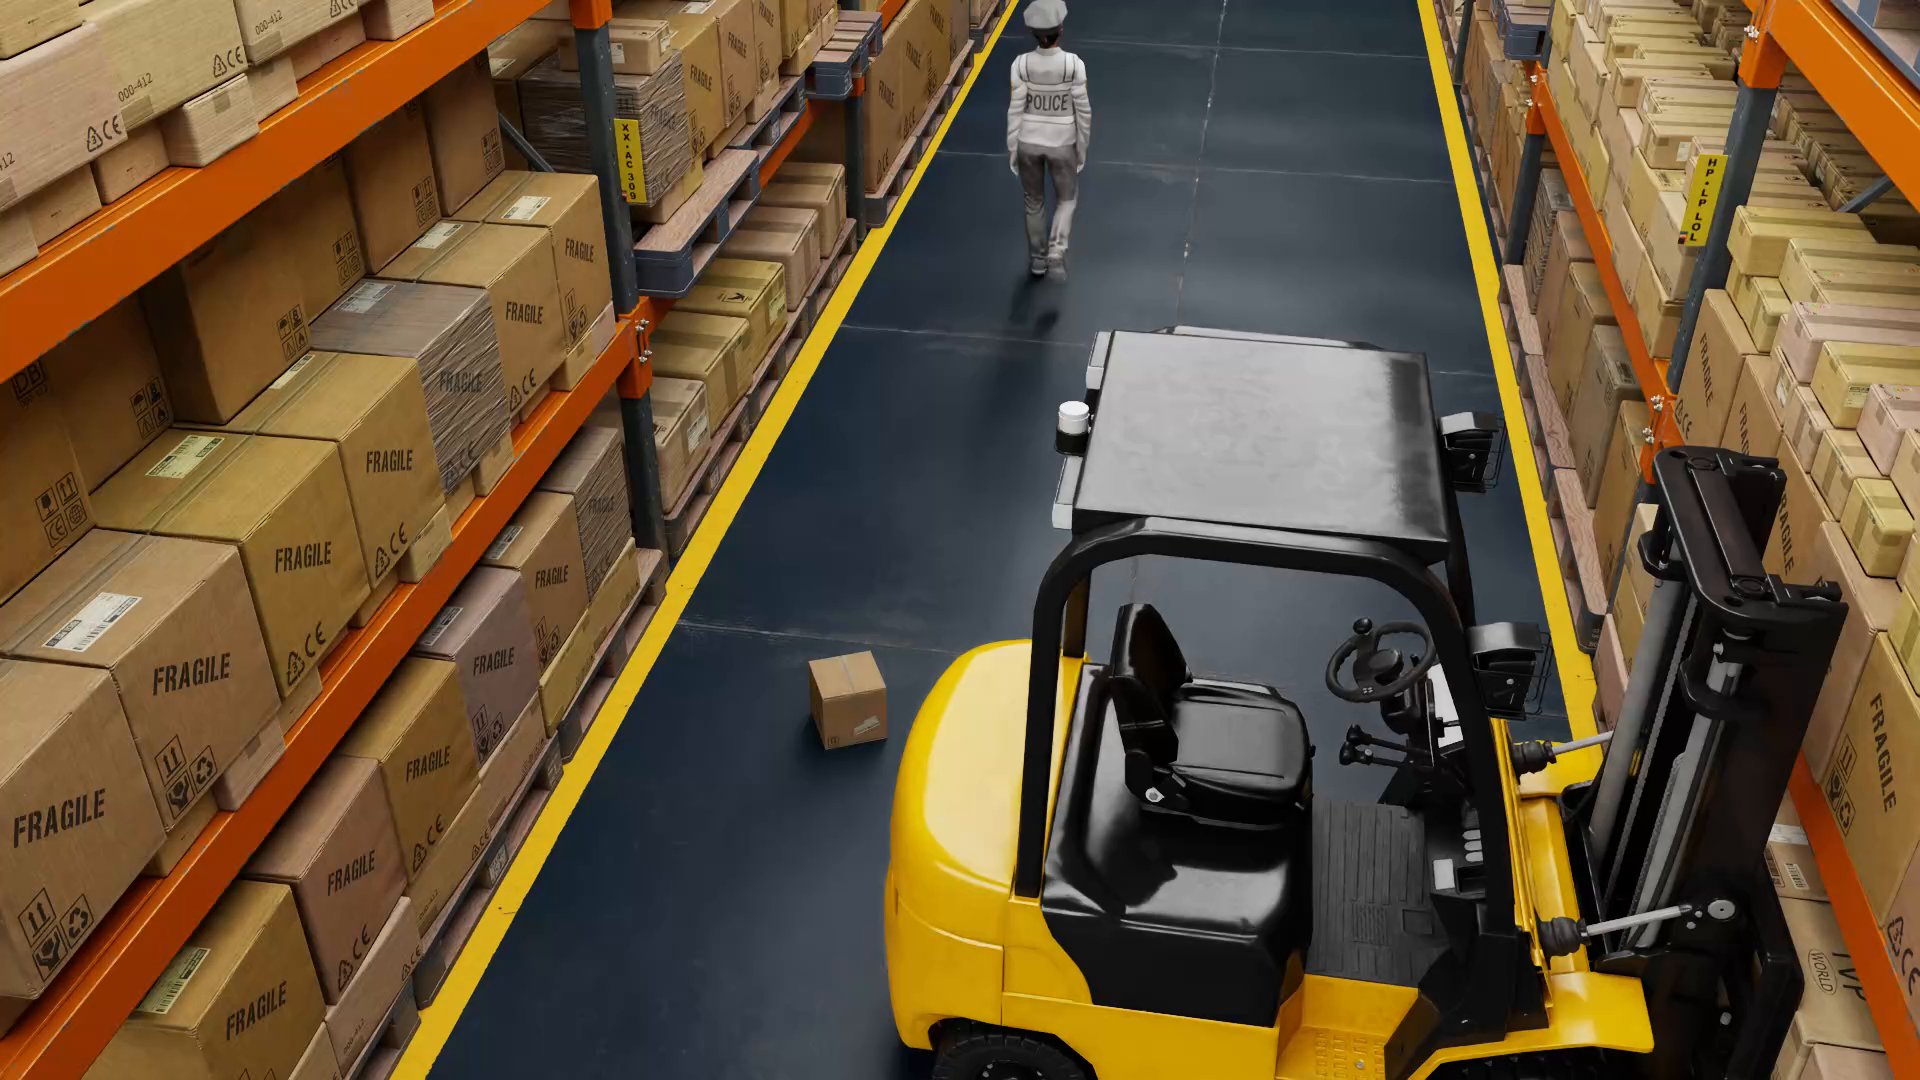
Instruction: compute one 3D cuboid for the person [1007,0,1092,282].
[{"bbox_3d":[0.513,-2.285,9.658,0.485,1.669,0.679,4,33,6],"label":"person"}]
